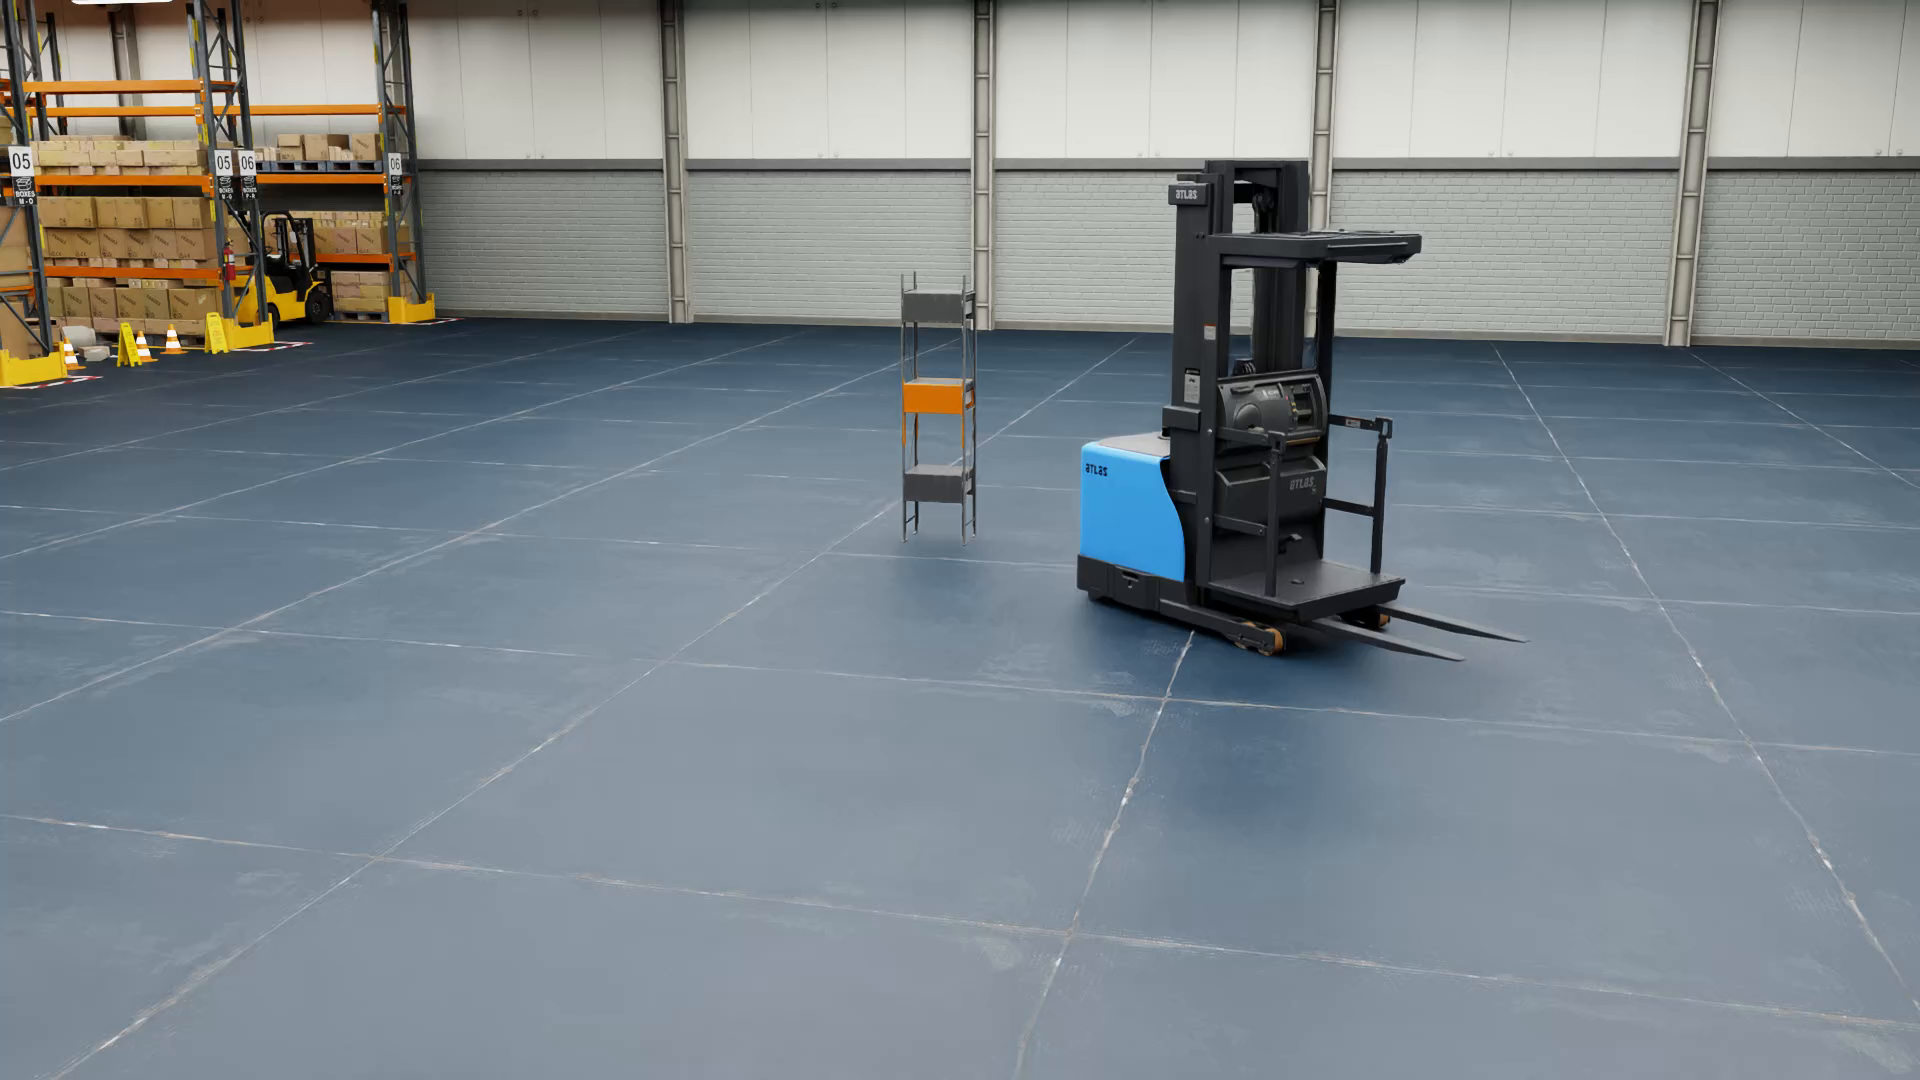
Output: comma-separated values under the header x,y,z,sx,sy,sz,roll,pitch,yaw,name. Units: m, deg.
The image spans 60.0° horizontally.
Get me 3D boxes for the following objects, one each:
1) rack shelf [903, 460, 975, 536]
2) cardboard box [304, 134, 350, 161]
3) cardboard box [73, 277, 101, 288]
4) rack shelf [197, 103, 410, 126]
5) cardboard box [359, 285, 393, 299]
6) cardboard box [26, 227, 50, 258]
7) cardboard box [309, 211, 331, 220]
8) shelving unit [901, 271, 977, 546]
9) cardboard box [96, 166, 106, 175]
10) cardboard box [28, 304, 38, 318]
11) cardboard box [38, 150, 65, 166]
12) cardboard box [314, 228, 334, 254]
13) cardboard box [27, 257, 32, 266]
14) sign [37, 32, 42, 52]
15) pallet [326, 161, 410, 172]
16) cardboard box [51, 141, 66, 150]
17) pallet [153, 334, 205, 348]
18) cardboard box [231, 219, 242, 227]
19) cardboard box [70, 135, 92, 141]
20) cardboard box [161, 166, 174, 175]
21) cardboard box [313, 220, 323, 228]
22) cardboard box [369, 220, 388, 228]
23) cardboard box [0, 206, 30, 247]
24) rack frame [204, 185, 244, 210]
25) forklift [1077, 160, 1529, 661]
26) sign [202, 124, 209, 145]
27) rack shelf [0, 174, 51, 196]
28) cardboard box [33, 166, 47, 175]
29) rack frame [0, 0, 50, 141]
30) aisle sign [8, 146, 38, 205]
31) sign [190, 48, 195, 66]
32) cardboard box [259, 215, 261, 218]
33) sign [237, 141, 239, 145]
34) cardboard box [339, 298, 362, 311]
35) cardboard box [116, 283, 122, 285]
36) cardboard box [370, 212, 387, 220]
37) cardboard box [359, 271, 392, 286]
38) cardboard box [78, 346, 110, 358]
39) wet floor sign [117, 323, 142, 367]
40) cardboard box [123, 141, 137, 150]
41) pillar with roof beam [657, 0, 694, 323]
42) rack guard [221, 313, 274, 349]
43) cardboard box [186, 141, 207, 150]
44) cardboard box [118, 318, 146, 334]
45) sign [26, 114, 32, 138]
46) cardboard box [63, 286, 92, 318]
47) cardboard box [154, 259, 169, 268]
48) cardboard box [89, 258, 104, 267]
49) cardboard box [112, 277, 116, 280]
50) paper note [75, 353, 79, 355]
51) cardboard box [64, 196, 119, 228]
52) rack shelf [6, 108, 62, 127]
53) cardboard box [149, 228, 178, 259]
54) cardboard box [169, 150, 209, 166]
x,y,z,sx,sy,sz,roll,pitch,yaw,name
-0.161,-0.337,13.200,0.480,0.518,0.431,3,13,14,rack shelf
-12.224,-7.585,32.141,0.500,0.500,0.700,3,13,14,cardboard box
-14.720,-4.349,28.058,0.250,0.149,0.380,4,13,16,cardboard box
-12.707,-8.258,32.265,4.000,0.370,1.077,3,13,14,rack shelf
-11.313,-4.839,32.342,0.500,0.250,0.500,3,13,13,cardboard box
-15.474,-5.049,28.146,0.500,0.500,0.500,3,13,13,cardboard box
-12.427,-6.303,32.300,0.250,0.149,0.380,3,13,15,cardboard box
-0.161,-1.034,13.045,0.503,2.100,0.431,3,13,14,shelving unit
-14.091,-6.130,27.591,0.250,0.149,0.380,3,13,14,cardboard box
-16.345,-3.885,28.916,0.625,0.372,0.950,3,13,14,cardboard box
-14.970,-6.367,27.741,0.500,0.250,0.500,3,13,13,cardboard box
-12.305,-5.847,32.431,0.500,0.500,0.500,3,13,12,cardboard box
-15.606,-4.730,28.206,0.250,0.149,0.380,3,13,13,cardboard box
-15.687,-8.473,28.307,0.005,0.325,0.100,3,13,14,sign
-11.446,-7.236,32.201,1.213,0.211,1.003,3,13,14,pallet
-14.845,-6.540,27.599,0.250,0.149,0.380,3,13,13,cardboard box
-12.805,-3.421,28.164,1.213,0.211,1.003,3,13,14,pallet
-14.151,-6.260,32.798,0.250,0.149,0.380,3,13,15,cardboard box
-17.374,-7.861,33.382,0.500,0.500,0.700,3,13,12,cardboard box
-12.864,-6.057,27.263,0.250,0.149,0.380,3,13,15,cardboard box
-12.421,-6.158,32.337,0.250,0.149,0.380,3,13,14,cardboard box
-11.169,-6.097,32.061,0.250,0.149,0.380,3,13,14,cardboard box
-13.390,-4.310,22.895,0.550,0.550,0.875,3,13,14,cardboard box
-14.649,-5.980,33.262,0.127,3.000,1.000,3,13,14,rack frame
2.101,-0.850,10.300,1.130,2.935,3.031,-9,16,-37,forklift
-12.104,-6.509,26.678,0.005,0.325,0.100,3,13,14,sign
-17.776,-6.153,28.777,4.000,0.370,1.077,3,13,14,rack shelf
-15.351,-6.184,27.836,0.250,0.149,0.380,3,13,14,cardboard box
-15.835,-7.865,27.906,0.127,3.000,1.000,3,13,14,rack frame
-12.898,-5.011,22.891,0.004,0.787,0.394,3,13,14,aisle sign
-14.767,-9.289,31.985,0.005,0.325,0.100,3,13,14,sign
-13.660,-6.371,32.608,0.250,0.149,0.380,3,13,15,cardboard box
-14.518,-7.852,33.399,0.005,0.325,0.100,3,13,14,sign
-11.778,-4.621,32.514,0.500,0.250,0.500,3,13,14,cardboard box
-14.702,-4.164,28.726,0.500,0.500,0.500,3,13,15,cardboard box
-11.164,-6.257,32.097,0.250,0.149,0.380,3,13,14,cardboard box
-11.287,-5.081,32.282,0.500,0.250,0.500,4,13,15,cardboard box
-13.707,-2.980,26.321,0.250,0.149,0.380,12,17,43,cardboard box
-12.537,-2.948,25.030,0.232,0.644,0.267,1,13,4,wet floor sign
-13.561,-6.503,27.433,0.250,0.149,0.380,3,13,12,cardboard box
-6.432,-7.710,27.210,0.400,9.000,9.100,3,13,14,pillar with roof beam
-12.025,-3.512,27.909,0.348,0.500,1.175,3,13,14,rack guard
-12.350,-6.415,27.036,0.250,0.149,0.380,3,13,14,cardboard box
-13.811,-3.631,28.053,0.500,0.250,0.500,3,13,12,cardboard box
-12.900,-5.728,23.002,0.005,0.325,0.100,3,13,14,sign
-14.804,-4.052,28.219,0.500,0.500,0.500,4,13,16,cardboard box
-13.139,-4.595,27.598,0.250,0.149,0.380,3,13,15,cardboard box
-14.366,-4.661,27.897,0.250,0.149,0.380,3,13,14,cardboard box
-17.294,-5.166,34.105,0.625,0.625,0.875,3,13,15,cardboard box
-14.135,-2.979,26.619,0.142,0.019,0.148,8,15,33,paper note
-14.488,-5.487,27.813,0.500,0.500,0.700,3,13,12,cardboard box
-20.474,-8.674,34.137,4.000,0.370,1.077,3,13,14,rack shelf
-13.029,-4.920,27.565,0.500,0.500,0.500,3,13,14,cardboard box
-12.513,-6.235,27.144,0.500,0.250,0.500,3,13,13,cardboard box
